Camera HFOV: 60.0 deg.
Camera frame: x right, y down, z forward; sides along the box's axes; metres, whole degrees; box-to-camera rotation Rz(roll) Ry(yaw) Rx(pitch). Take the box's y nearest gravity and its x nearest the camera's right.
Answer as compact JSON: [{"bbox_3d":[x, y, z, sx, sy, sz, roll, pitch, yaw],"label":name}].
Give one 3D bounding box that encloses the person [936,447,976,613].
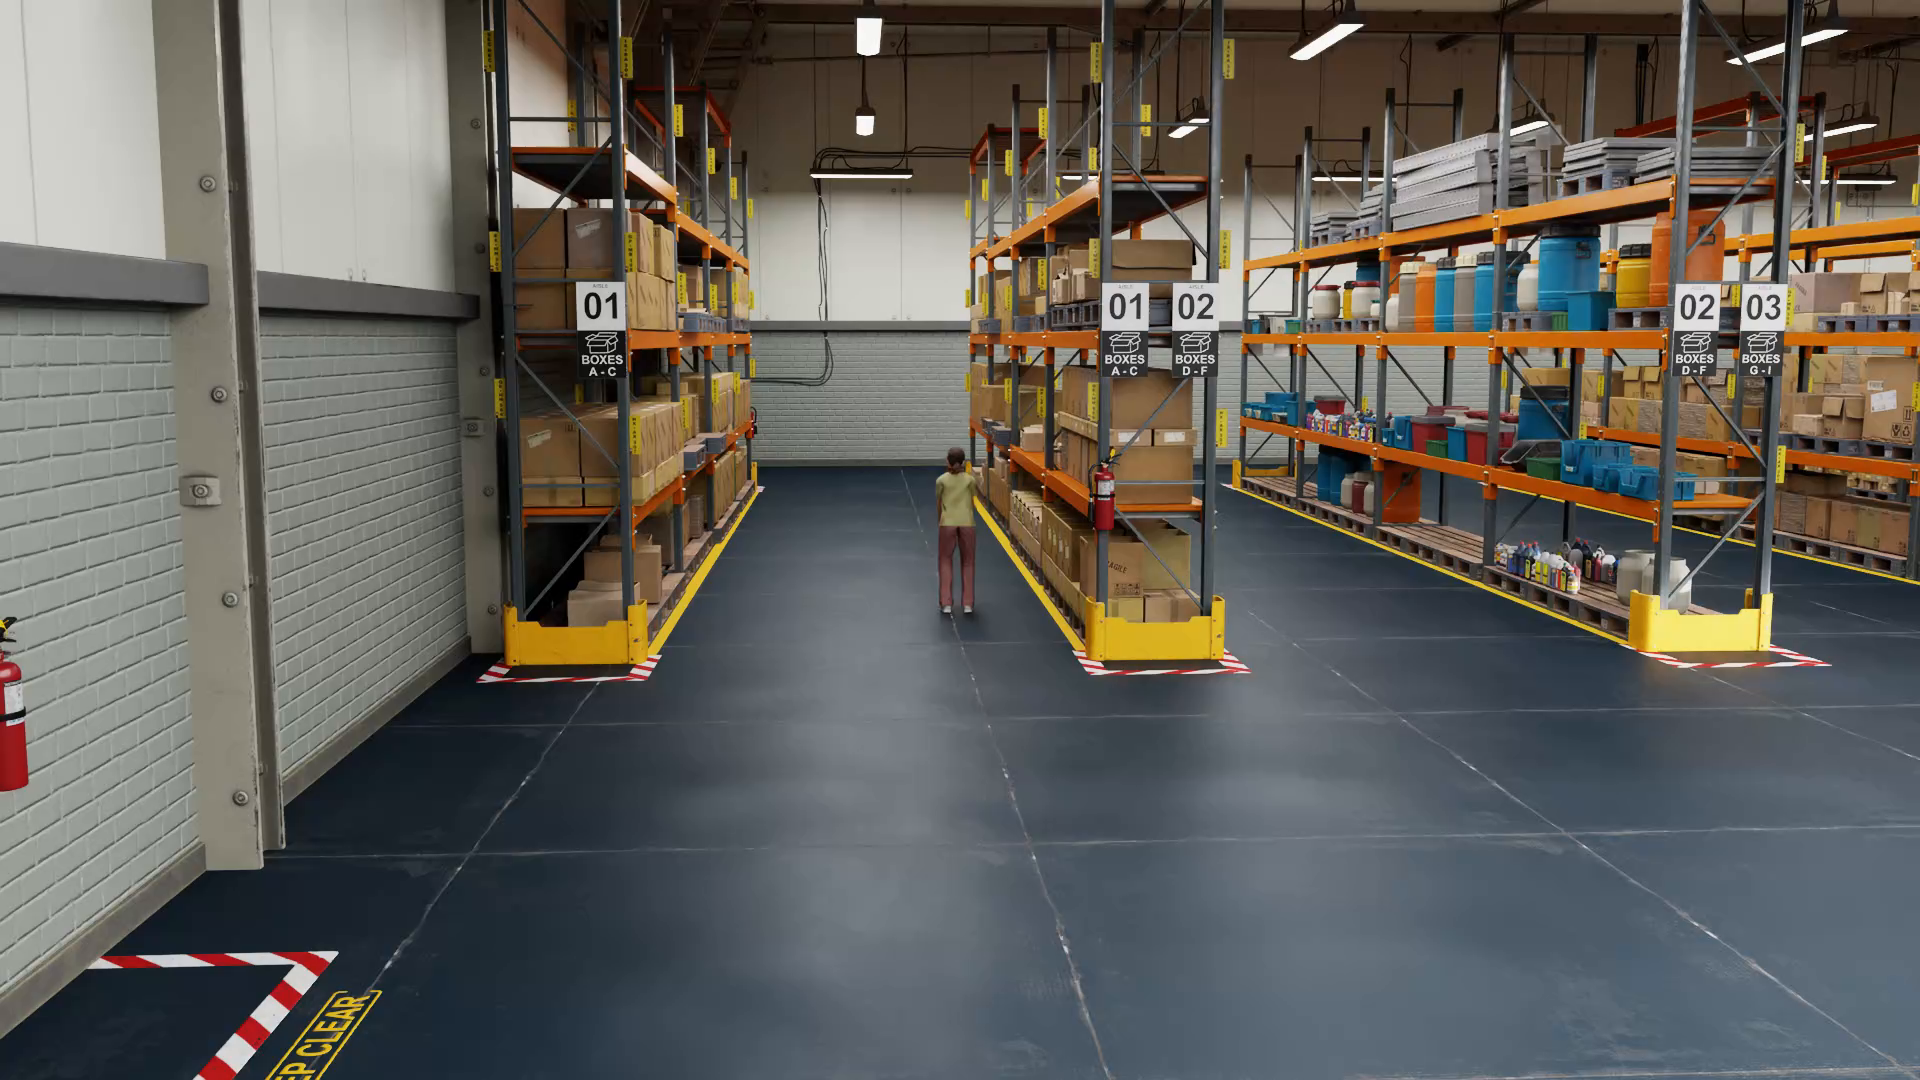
[{"bbox_3d":[-0.045,-0.113,16.741,0.408,1.667,0.501,-1,7,-4],"label":"person"}]
